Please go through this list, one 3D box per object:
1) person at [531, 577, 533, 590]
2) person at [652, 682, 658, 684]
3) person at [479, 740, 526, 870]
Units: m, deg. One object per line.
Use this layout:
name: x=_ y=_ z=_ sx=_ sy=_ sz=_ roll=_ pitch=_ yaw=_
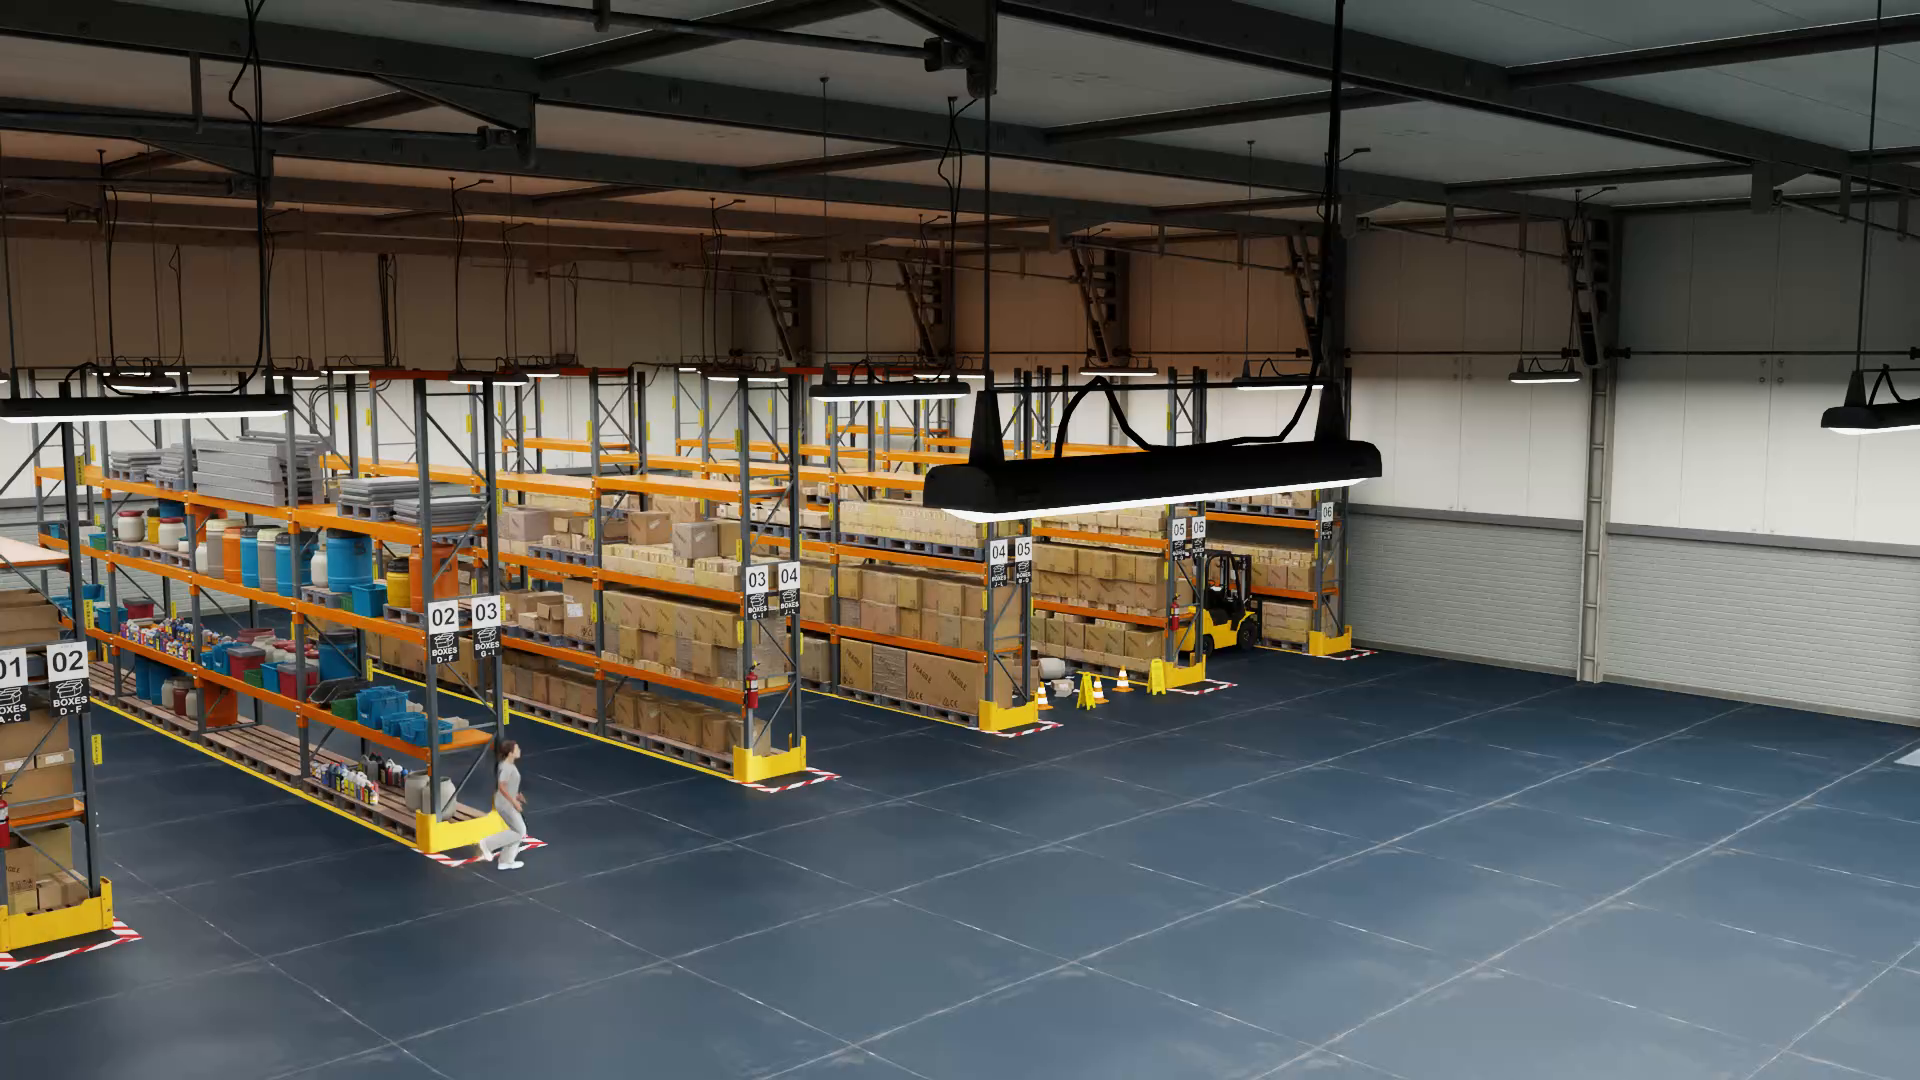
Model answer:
person: x=-10.809 y=0.775 z=41.601 sx=0.711 sy=1.738 sz=0.980 roll=1 pitch=7 yaw=9
person: x=-5.866 y=1.953 z=31.906 sx=0.852 sy=1.599 sz=0.637 roll=2 pitch=7 yaw=15
person: x=-5.604 y=3.245 z=20.357 sx=0.583 sy=1.607 sz=0.553 roll=-2 pitch=7 yaw=-16
